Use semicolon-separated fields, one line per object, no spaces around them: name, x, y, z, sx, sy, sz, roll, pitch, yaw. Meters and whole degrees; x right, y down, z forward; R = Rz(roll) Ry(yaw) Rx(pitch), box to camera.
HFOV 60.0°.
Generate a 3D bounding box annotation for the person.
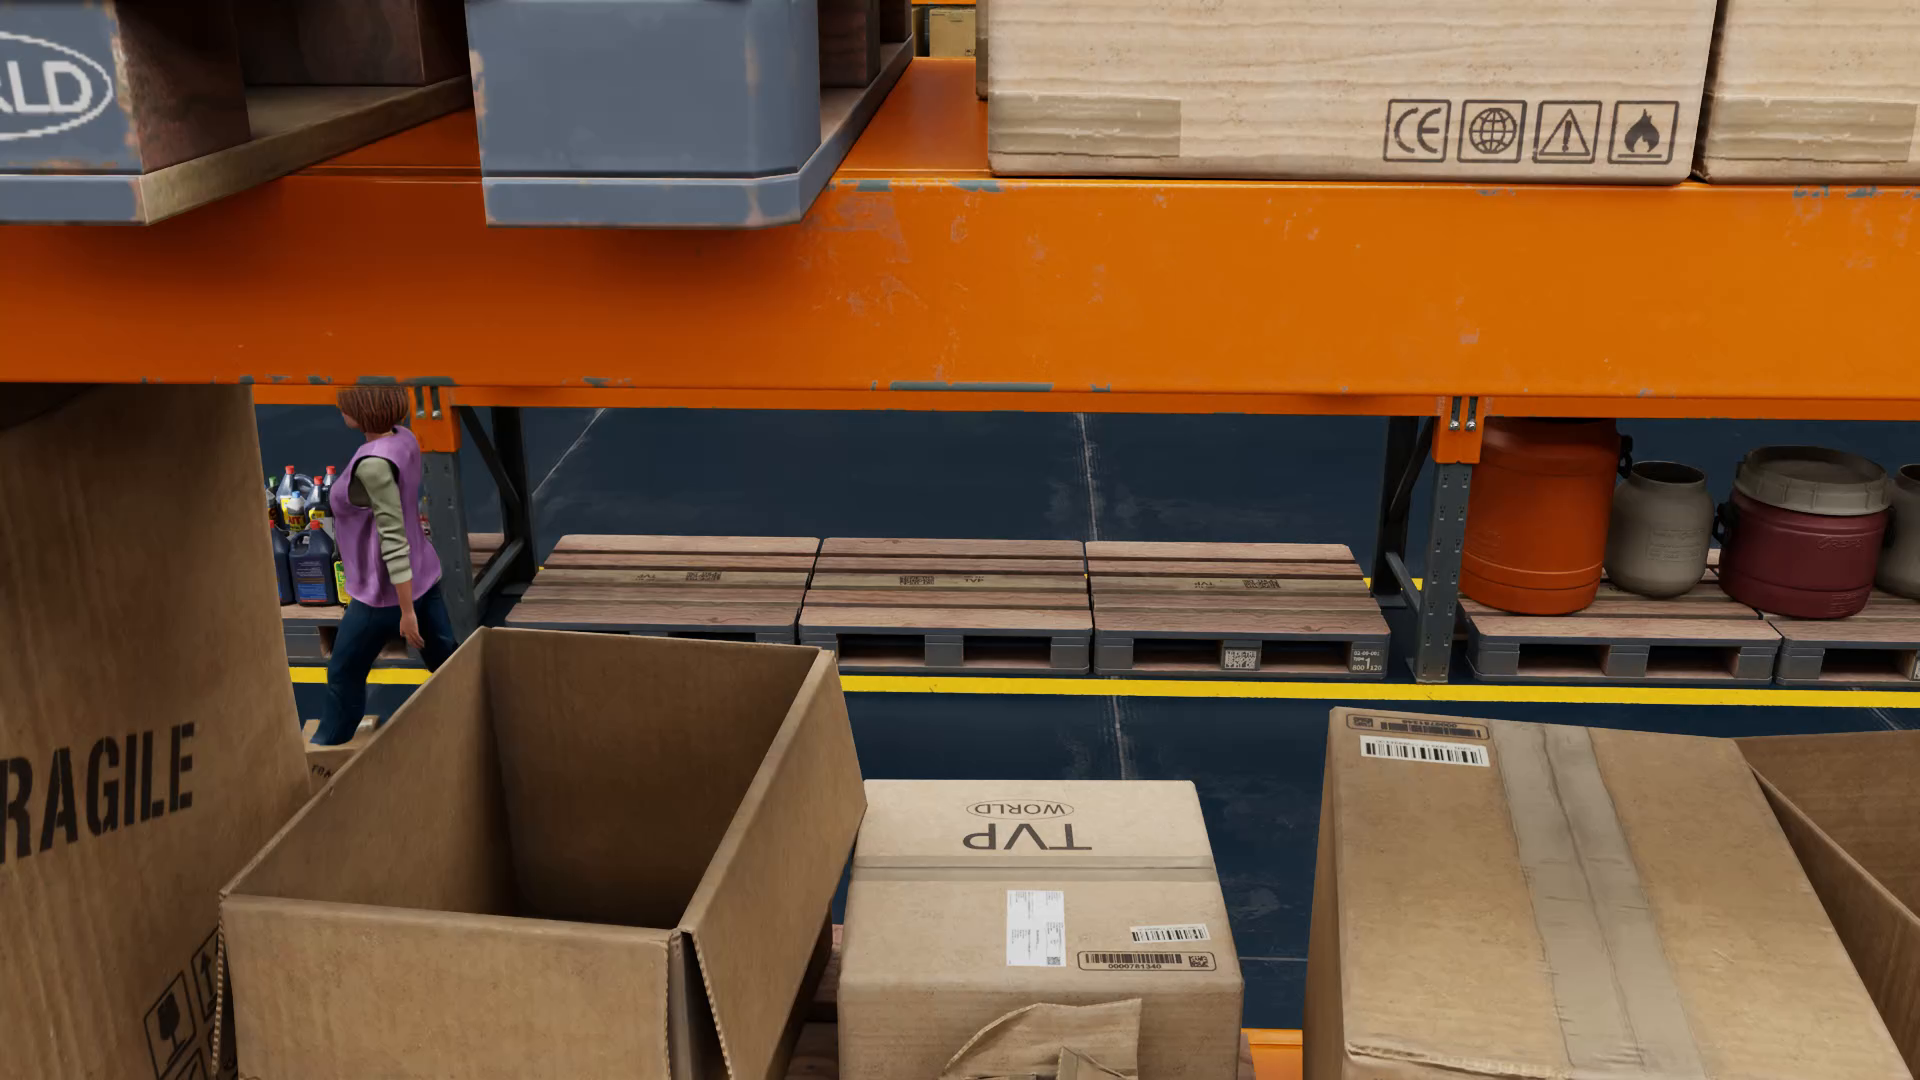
person;-2.006;0.142;5.692;0.951;1.536;0.450;1;21;3
